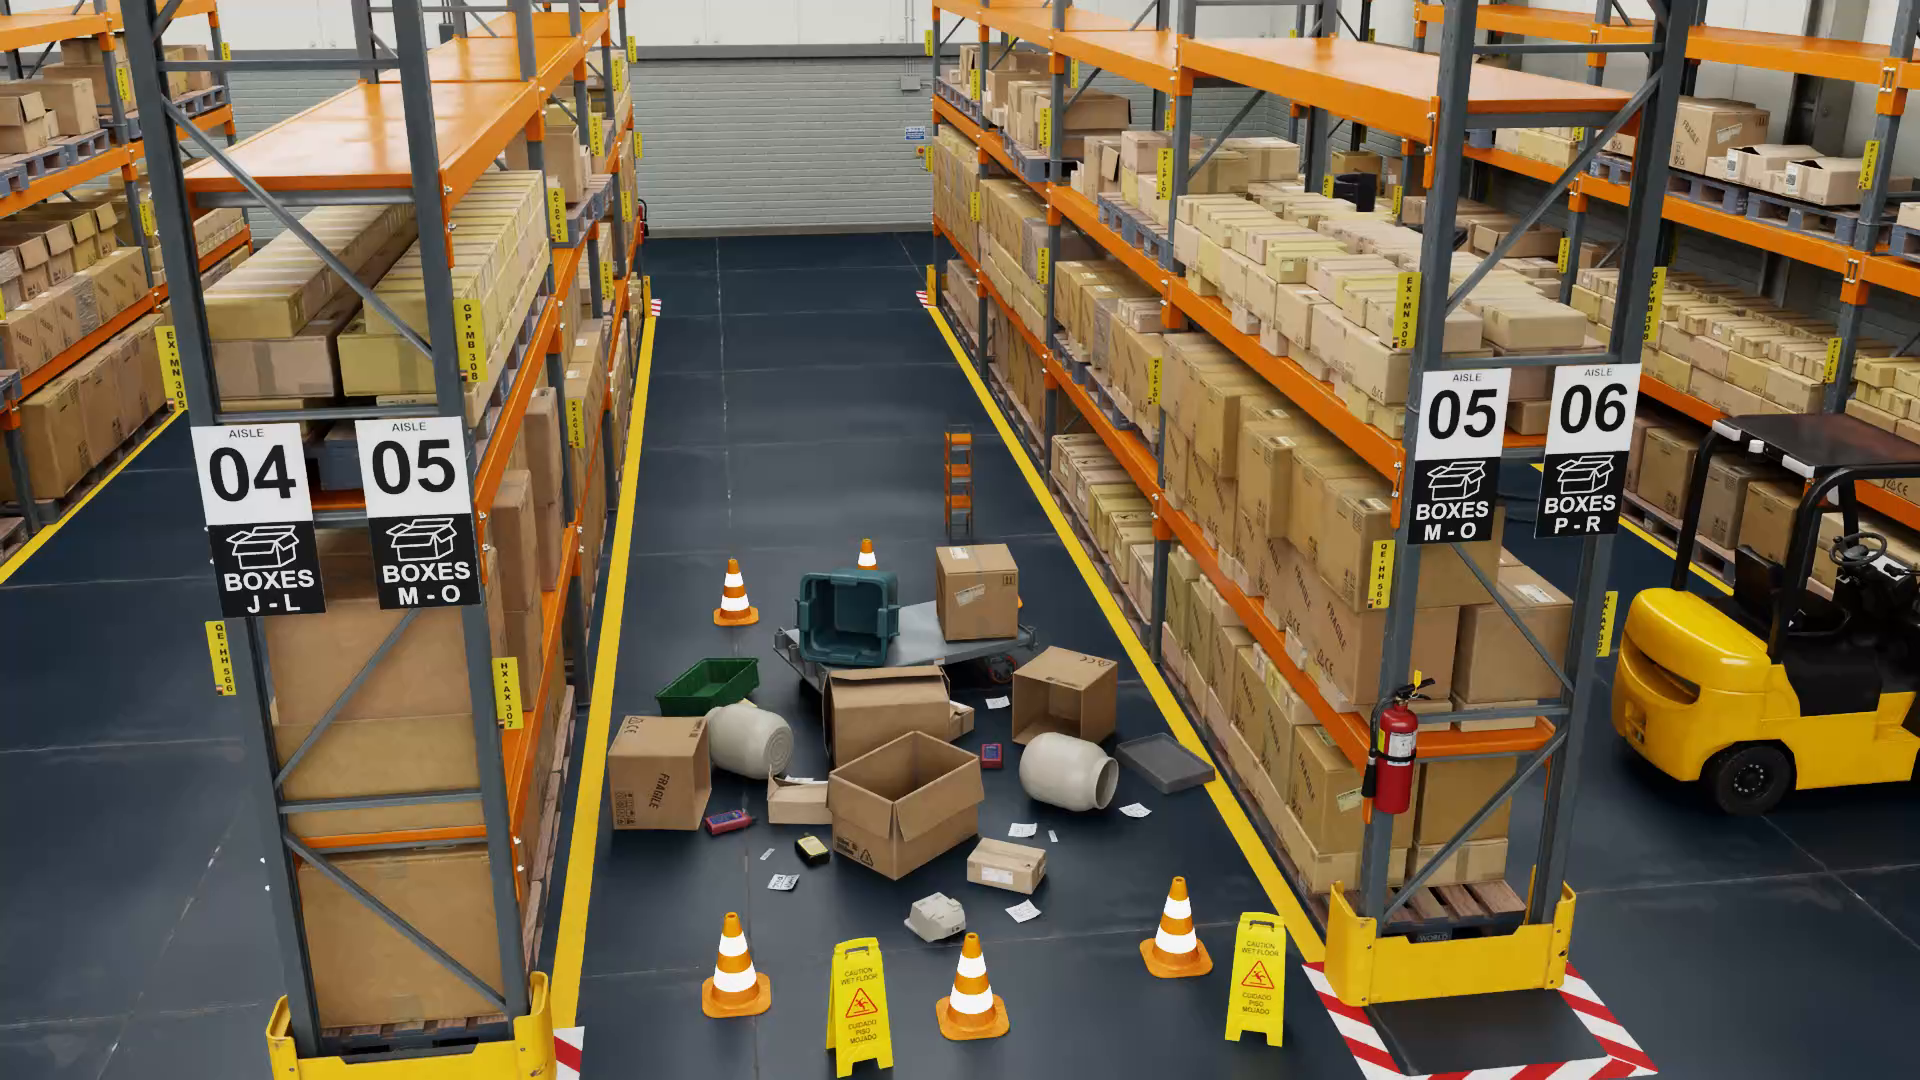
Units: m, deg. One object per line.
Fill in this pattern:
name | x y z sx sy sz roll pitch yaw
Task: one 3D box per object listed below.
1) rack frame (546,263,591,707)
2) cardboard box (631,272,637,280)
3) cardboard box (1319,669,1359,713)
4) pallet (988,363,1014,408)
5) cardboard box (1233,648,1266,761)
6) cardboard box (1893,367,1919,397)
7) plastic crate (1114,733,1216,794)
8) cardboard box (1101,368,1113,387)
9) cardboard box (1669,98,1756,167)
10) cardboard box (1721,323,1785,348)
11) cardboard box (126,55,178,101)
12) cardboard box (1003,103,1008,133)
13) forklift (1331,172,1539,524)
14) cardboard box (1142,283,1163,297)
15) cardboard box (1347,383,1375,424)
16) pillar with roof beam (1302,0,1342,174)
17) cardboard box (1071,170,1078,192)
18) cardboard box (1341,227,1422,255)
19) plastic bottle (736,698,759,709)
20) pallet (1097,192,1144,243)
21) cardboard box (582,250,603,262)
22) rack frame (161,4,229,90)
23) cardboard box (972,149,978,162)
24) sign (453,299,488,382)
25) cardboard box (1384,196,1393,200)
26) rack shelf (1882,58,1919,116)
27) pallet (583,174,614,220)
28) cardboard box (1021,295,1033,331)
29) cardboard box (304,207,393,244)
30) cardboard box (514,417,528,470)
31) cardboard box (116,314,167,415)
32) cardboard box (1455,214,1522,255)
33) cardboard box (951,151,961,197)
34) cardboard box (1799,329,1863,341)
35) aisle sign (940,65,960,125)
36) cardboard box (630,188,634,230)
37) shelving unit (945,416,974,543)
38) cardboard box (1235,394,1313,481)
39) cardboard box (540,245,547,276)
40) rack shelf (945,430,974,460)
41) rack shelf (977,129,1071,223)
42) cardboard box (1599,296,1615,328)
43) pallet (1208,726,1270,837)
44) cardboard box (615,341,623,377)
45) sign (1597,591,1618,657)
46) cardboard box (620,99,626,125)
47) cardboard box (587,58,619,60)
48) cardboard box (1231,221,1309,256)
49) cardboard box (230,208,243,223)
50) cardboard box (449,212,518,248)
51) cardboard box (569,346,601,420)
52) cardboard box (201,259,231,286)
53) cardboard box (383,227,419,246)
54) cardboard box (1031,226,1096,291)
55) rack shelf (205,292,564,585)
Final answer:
rack frame | -3.013 -0.275 10.741 1.000 3.000 0.127 -3 21 -8
cardboard box | -4.416 -3.400 21.729 0.380 0.149 0.250 -3 21 -7
cardboard box | 2.035 0.742 8.376 0.380 0.149 0.250 -3 21 -8
pallet | 0.903 -1.760 18.702 1.003 0.211 1.213 -3 21 -8
cardboard box | 1.929 0.945 9.731 0.500 0.500 0.500 -3 21 -9
cardboard box | 6.679 -1.091 11.430 0.380 0.149 0.250 -3 21 -7
plastic crate | 1.286 1.393 10.447 0.402 0.080 0.583 -11 23 -26
cardboard box | 1.342 -1.340 13.350 0.380 0.149 0.250 -2 21 -6
cardboard box | 6.240 -3.459 14.093 0.700 0.500 0.500 -3 21 -9
cardboard box | 6.330 -1.624 13.280 0.380 0.149 0.250 -3 21 -9
cardboard box | -9.269 -5.168 18.667 0.700 0.500 0.500 -2 21 -5
cardboard box | 0.634 -4.219 16.603 0.396 0.266 0.258 -1 21 -3
forklift | 3.757 -1.642 14.499 3.031 2.935 1.130 10 23 25
cardboard box | 1.794 -1.831 13.738 0.500 0.500 0.500 -4 21 -11
cardboard box | 2.051 -0.657 7.833 0.380 0.149 0.250 -3 21 -7
pillar with roof beam | 1.295 -8.539 24.291 9.100 9.000 0.400 -3 21 -8
cardboard box | 1.171 -3.115 14.415 0.380 0.149 0.250 -3 21 -8
cardboard box | 2.386 -1.677 9.424 0.380 0.149 0.250 -3 21 -7
plastic bottle | -1.480 1.121 11.202 0.133 0.061 0.283 -15 25 -35
pallet | 1.735 -2.455 12.558 1.213 0.211 1.003 -3 21 -8
cardboard box | -3.688 -2.729 16.219 0.380 0.149 0.250 -3 21 -9
rack frame | -9.666 -7.025 20.239 1.000 3.000 0.127 -3 21 -8
cardboard box | 0.347 -4.510 19.579 0.380 0.149 0.250 -3 21 -8
sign | -1.886 -0.768 6.410 0.100 0.325 0.005 -3 21 -8
cardboard box | 5.673 -4.188 21.005 0.500 0.250 0.500 -2 21 -7
rack shelf | 7.070 -2.405 9.469 1.077 0.370 4.000 -3 21 -8
pallet | -3.444 -2.757 13.367 1.213 0.211 1.003 -2 21 -5
cardboard box | 0.875 -2.213 16.142 0.500 0.250 0.500 -3 21 -7
cardboard box | -3.112 -1.596 8.466 0.380 0.149 0.250 -3 21 -8
cardboard box | -2.858 -0.344 9.165 0.875 0.550 0.550 -3 21 -8
cardboard box | -8.977 -1.811 17.288 1.225 0.875 0.875 -3 21 -8
cardboard box | 5.665 -3.195 17.815 0.700 0.500 0.500 -3 21 -8
cardboard box | 0.164 -4.520 20.534 0.500 0.500 0.500 -3 21 -8
cardboard box | 6.864 -1.564 13.122 0.380 0.149 0.250 -3 21 -8
aisle sign | -0.156 -5.943 22.199 0.394 0.787 0.004 -3 21 -8
cardboard box | -4.210 -3.947 20.003 0.500 0.500 0.500 -2 21 -5
shelving unit | -0.008 -0.510 14.156 0.215 1.050 0.252 -3 21 -8
cardboard box | 1.982 -0.522 9.404 0.700 0.500 0.500 -3 21 -8
cardboard box | -2.608 -1.609 9.641 0.380 0.149 0.250 -3 21 -7
rack shelf | -0.008 -0.766 14.061 0.215 0.259 0.240 -3 21 -8
rack shelf | 1.006 -3.706 16.666 1.077 0.370 4.000 -3 21 -8
cardboard box | 6.099 -2.021 14.915 0.500 0.250 0.500 -2 21 -6
pallet | 2.182 1.400 10.239 1.003 0.211 1.213 -3 21 -8
cardboard box | -3.658 -1.816 16.767 0.500 0.250 0.500 -4 21 -10
sign | 2.984 0.392 7.717 0.100 0.325 0.005 -3 21 -8
cardboard box | -4.109 -4.908 19.071 0.500 0.250 0.500 -2 21 -5
cardboard box | -4.251 -5.641 19.749 0.380 0.149 0.250 -2 21 -7
cardboard box | 1.786 -1.739 9.593 0.380 0.149 0.250 -4 21 -10
cardboard box | -9.333 -4.130 20.849 0.500 0.250 0.500 -3 21 -9
cardboard box | -2.426 -1.544 8.325 0.380 0.149 0.250 -3 21 -7
cardboard box | -3.117 -1.219 13.124 0.500 0.500 0.500 -3 21 -9
cardboard box | -9.363 -2.884 20.161 0.875 0.875 0.875 -3 21 -8
cardboard box | -3.072 -1.461 8.673 0.500 0.250 0.500 -3 21 -8
cardboard box | 0.961 -2.626 15.462 0.500 0.500 0.500 -3 21 -9
rack shelf | -2.725 -0.651 8.488 1.077 0.370 4.000 -3 21 -8
